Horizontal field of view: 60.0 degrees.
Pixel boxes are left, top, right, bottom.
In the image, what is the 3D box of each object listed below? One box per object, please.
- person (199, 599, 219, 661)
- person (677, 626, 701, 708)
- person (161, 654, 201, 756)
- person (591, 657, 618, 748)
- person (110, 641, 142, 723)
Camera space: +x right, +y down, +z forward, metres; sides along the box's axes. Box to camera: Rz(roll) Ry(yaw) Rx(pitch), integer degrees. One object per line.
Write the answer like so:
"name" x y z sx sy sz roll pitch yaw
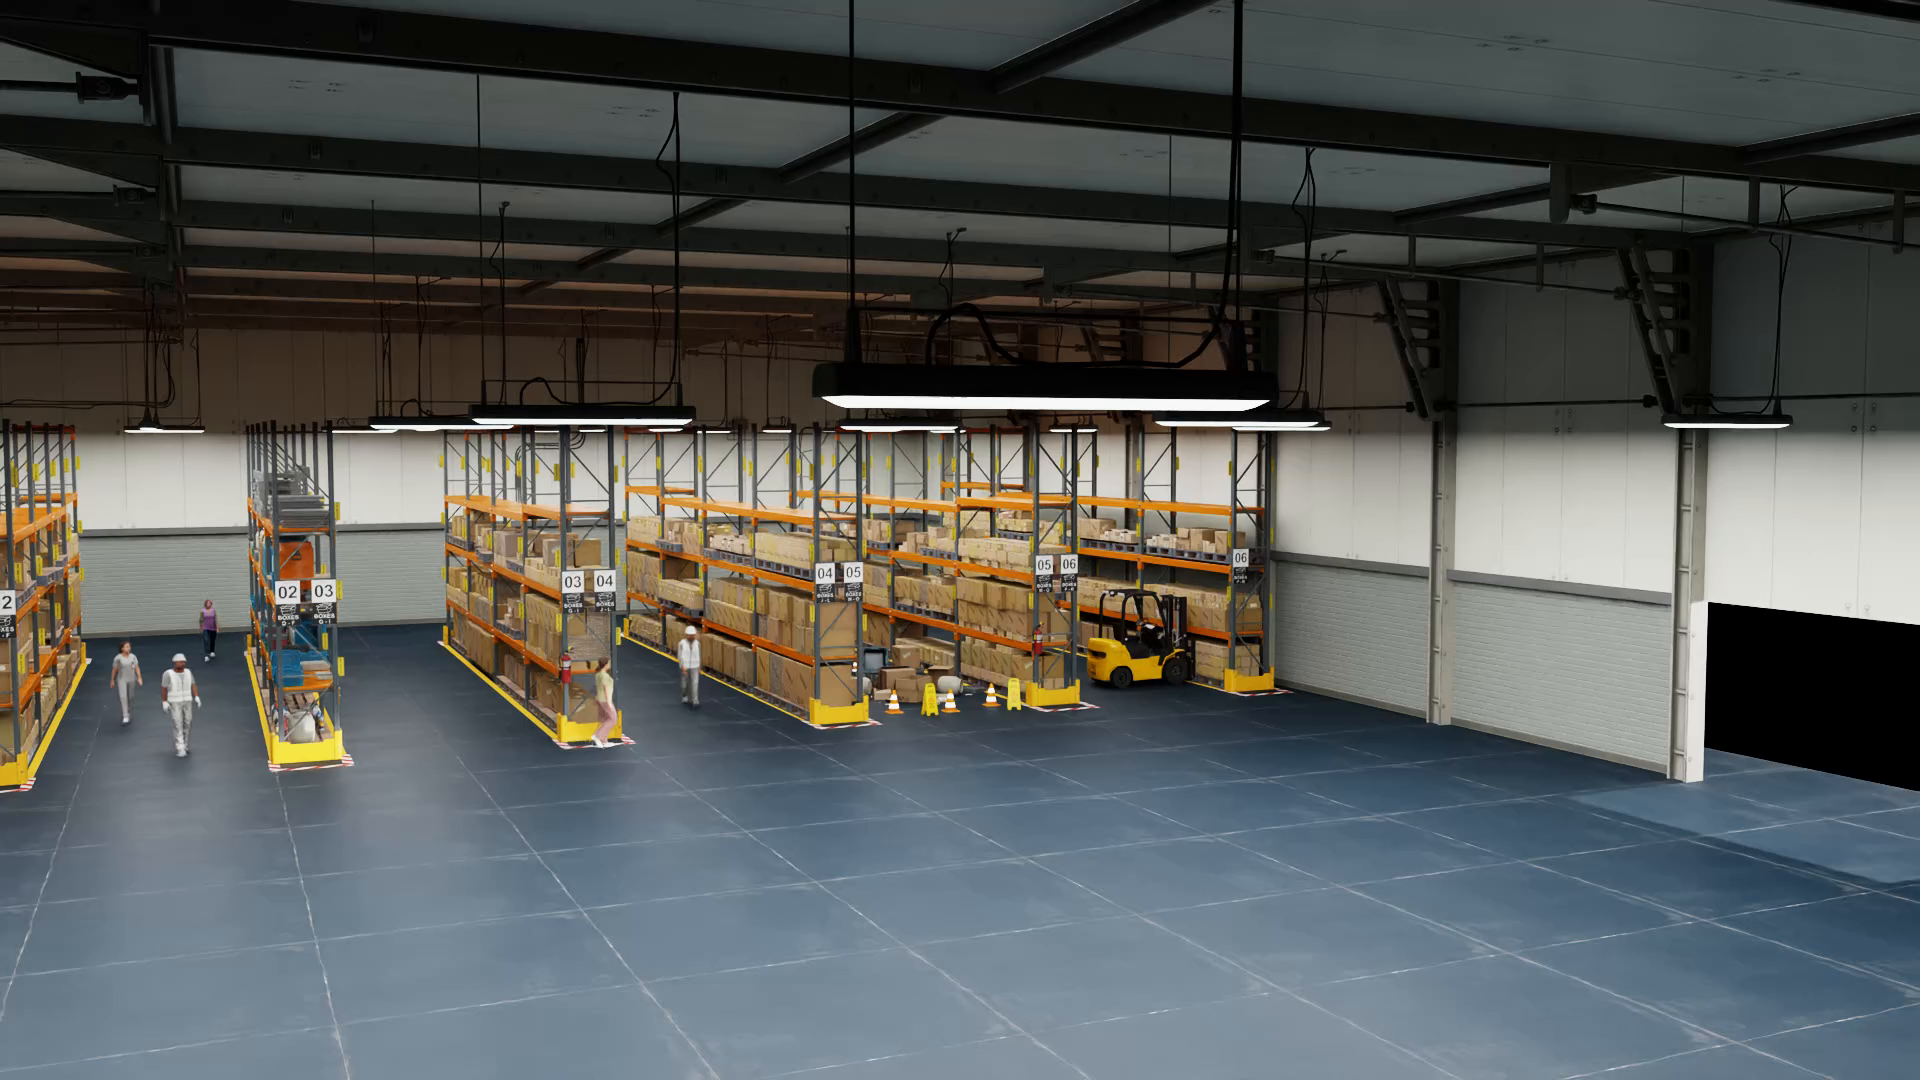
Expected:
"person" -19.158 2.277 42.414 0.451 1.540 0.972 -2 4 -25
"person" -5.705 2.675 35.158 0.524 1.692 1.115 -1 4 -16
"person" -14.022 2.974 30.048 0.681 1.814 0.571 3 5 39
"person" -6.543 2.971 30.393 0.476 1.667 0.469 -2 4 -31
"person" -16.678 2.816 33.253 0.534 1.599 1.071 -3 5 -39
